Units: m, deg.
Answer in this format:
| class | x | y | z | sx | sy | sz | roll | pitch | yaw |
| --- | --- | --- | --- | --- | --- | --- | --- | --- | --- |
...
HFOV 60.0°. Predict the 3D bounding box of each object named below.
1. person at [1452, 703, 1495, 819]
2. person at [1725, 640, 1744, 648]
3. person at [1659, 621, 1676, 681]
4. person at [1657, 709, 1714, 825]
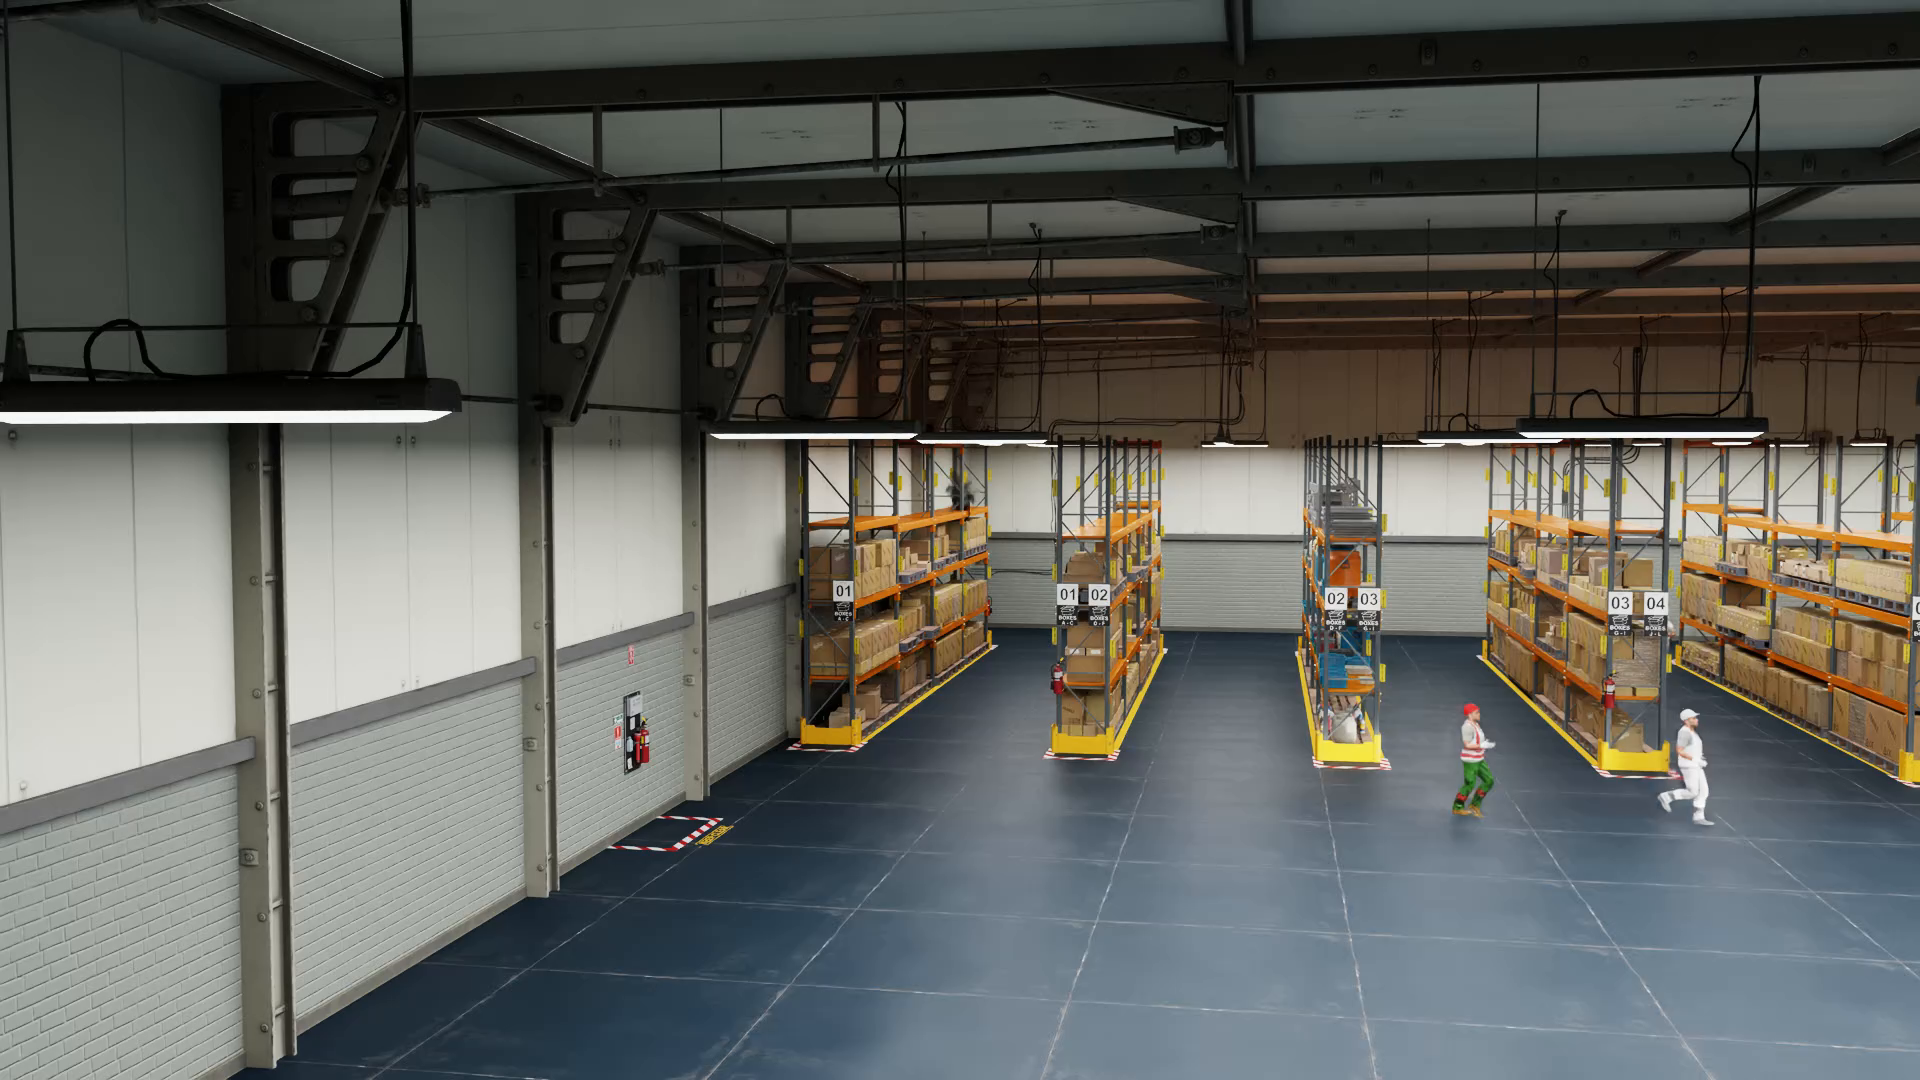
| class | x | y | z | sx | sy | sz | roll | pitch | yaw |
| --- | --- | --- | --- | --- | --- | --- | --- | --- | --- |
| person | 7.991 | 3.438 | 25.772 | 0.681 | 1.809 | 0.635 | 2 | 4 | 37 |
| person | 21.108 | 2.446 | 45.393 | 0.781 | 1.676 | 0.709 | -2 | 4 | -31 |
| person | 17.337 | 2.616 | 41.080 | 0.642 | 1.813 | 0.914 | 1 | 3 | 18 |
| person | 11.144 | 3.465 | 25.468 | 0.818 | 1.758 | 0.653 | 2 | 4 | 37 |
